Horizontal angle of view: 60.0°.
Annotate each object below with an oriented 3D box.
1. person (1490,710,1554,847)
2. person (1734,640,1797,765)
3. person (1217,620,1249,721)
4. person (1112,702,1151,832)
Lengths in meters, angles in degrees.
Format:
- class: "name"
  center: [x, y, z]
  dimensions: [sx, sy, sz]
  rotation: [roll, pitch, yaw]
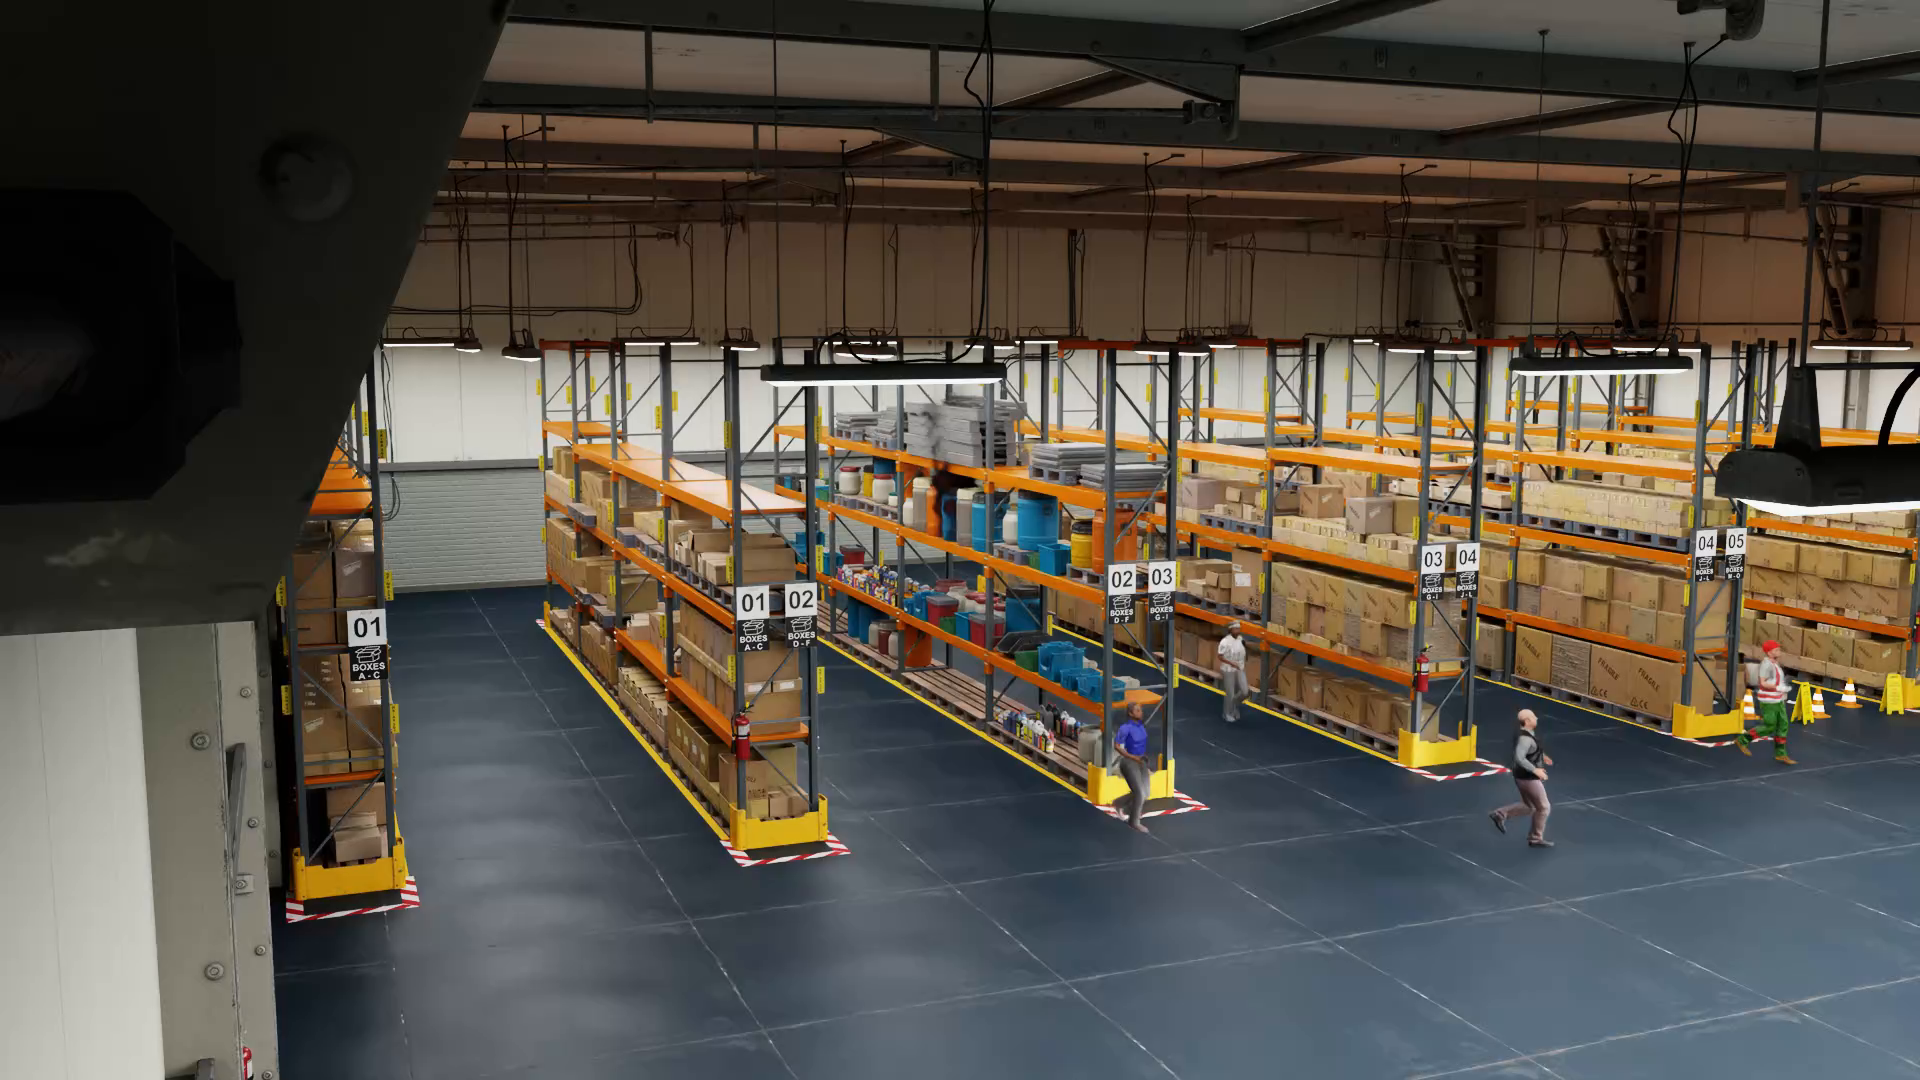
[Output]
- class: "person"
  center: [6.853, 2.884, 20.175]
  dimensions: [0.753, 1.683, 0.666]
  rotation: [1, 8, 11]
- class: "person"
  center: [11.677, 2.336, 24.020]
  dimensions: [0.830, 1.798, 0.666]
  rotation: [6, 9, 37]
- class: "person"
  center: [4.360, 2.076, 26.401]
  dimensions: [0.576, 1.660, 0.573]
  rotation: [-3, 8, -23]
- class: "person"
  center: [2.161, 2.840, 20.878]
  dimensions: [0.587, 1.633, 0.623]
  rotation: [6, 10, 40]
